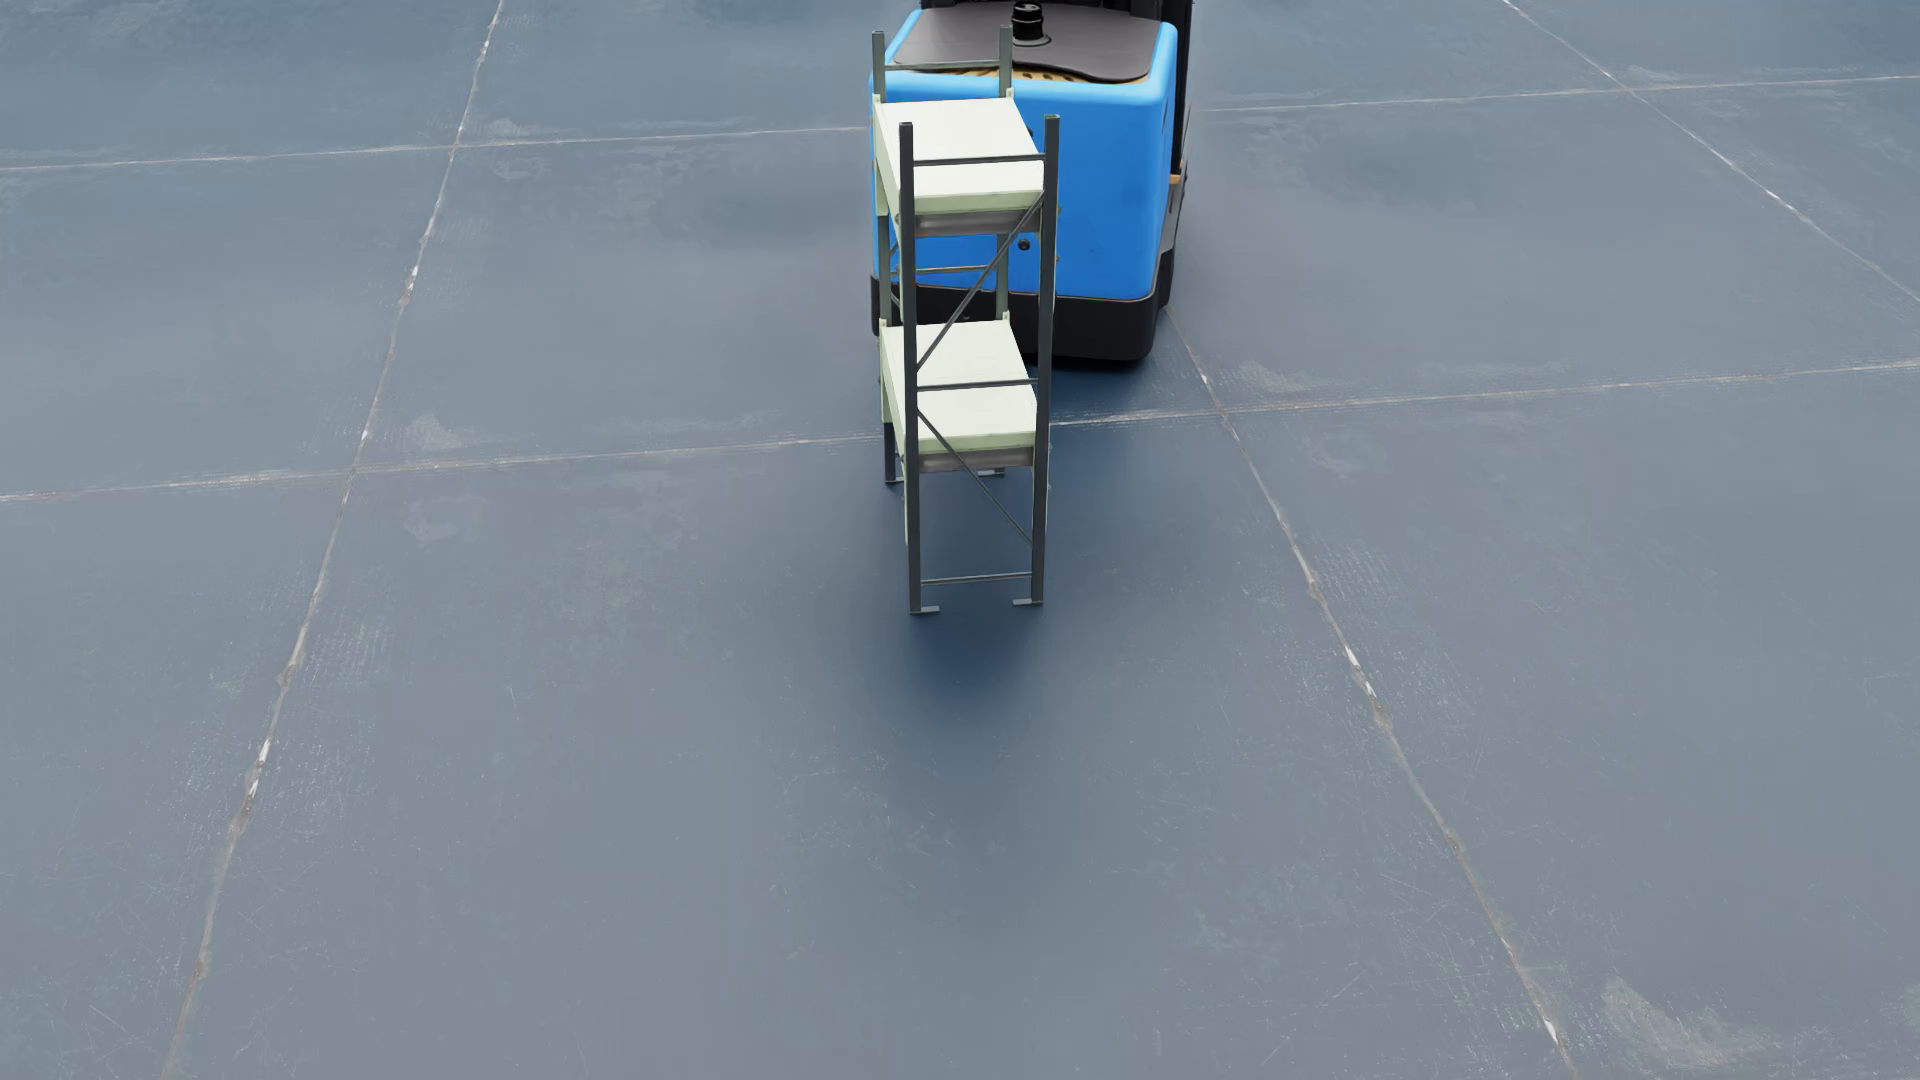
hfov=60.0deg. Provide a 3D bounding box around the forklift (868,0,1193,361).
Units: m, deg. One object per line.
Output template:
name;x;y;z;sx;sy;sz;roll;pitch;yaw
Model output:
forklift;0.427;-2.687;6.590;1.130;2.935;3.031;6;35;8

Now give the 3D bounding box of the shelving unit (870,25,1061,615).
shelving unit;-0.001;-0.623;4.833;0.431;1.500;0.755;-4;35;-6

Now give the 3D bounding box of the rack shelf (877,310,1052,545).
rack shelf;-0.001;-0.354;5.017;0.431;0.370;0.720;-4;35;-6

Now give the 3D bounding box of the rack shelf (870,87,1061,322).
rack shelf;-0.001;-0.946;4.613;0.431;0.370;0.720;-4;35;-6

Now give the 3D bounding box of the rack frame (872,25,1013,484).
rack frame;-0.050;-0.828;5.133;0.400;1.500;0.023;-4;35;-6

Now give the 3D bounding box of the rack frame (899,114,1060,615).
rack frame;0.048;-0.419;4.533;0.400;1.500;0.023;-4;35;-6
